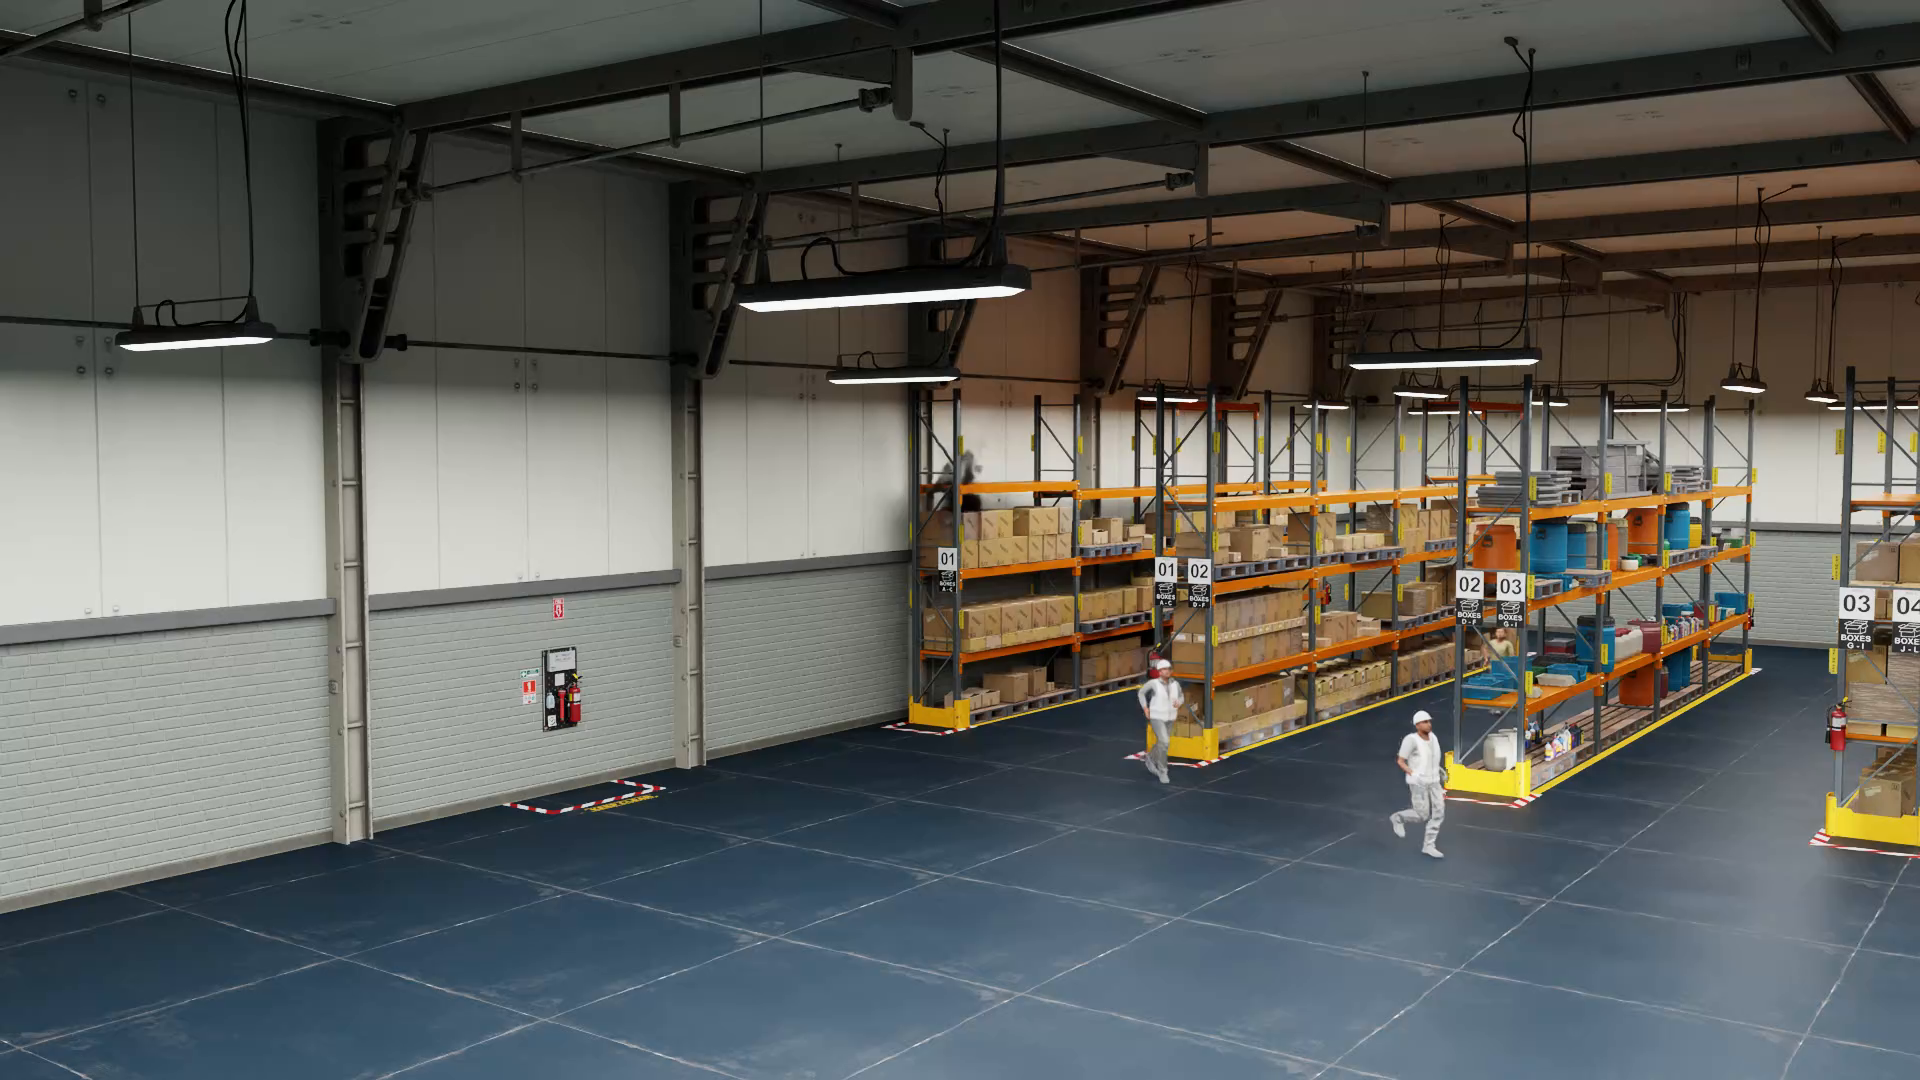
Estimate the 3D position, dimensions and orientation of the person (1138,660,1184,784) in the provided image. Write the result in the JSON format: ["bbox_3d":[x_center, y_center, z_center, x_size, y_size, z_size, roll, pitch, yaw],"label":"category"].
[{"bbox_3d":[3.037,2.701,24.960,0.653,1.831,0.784,-2,4,-28],"label":"person"}]

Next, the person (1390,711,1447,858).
[{"bbox_3d":[5.666,2.974,20.448,0.688,1.757,0.767,-2,4,-31],"label":"person"}]

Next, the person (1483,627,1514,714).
[{"bbox_3d":[9.962,2.408,30.764,0.565,1.639,0.599,1,3,19],"label":"person"}]
